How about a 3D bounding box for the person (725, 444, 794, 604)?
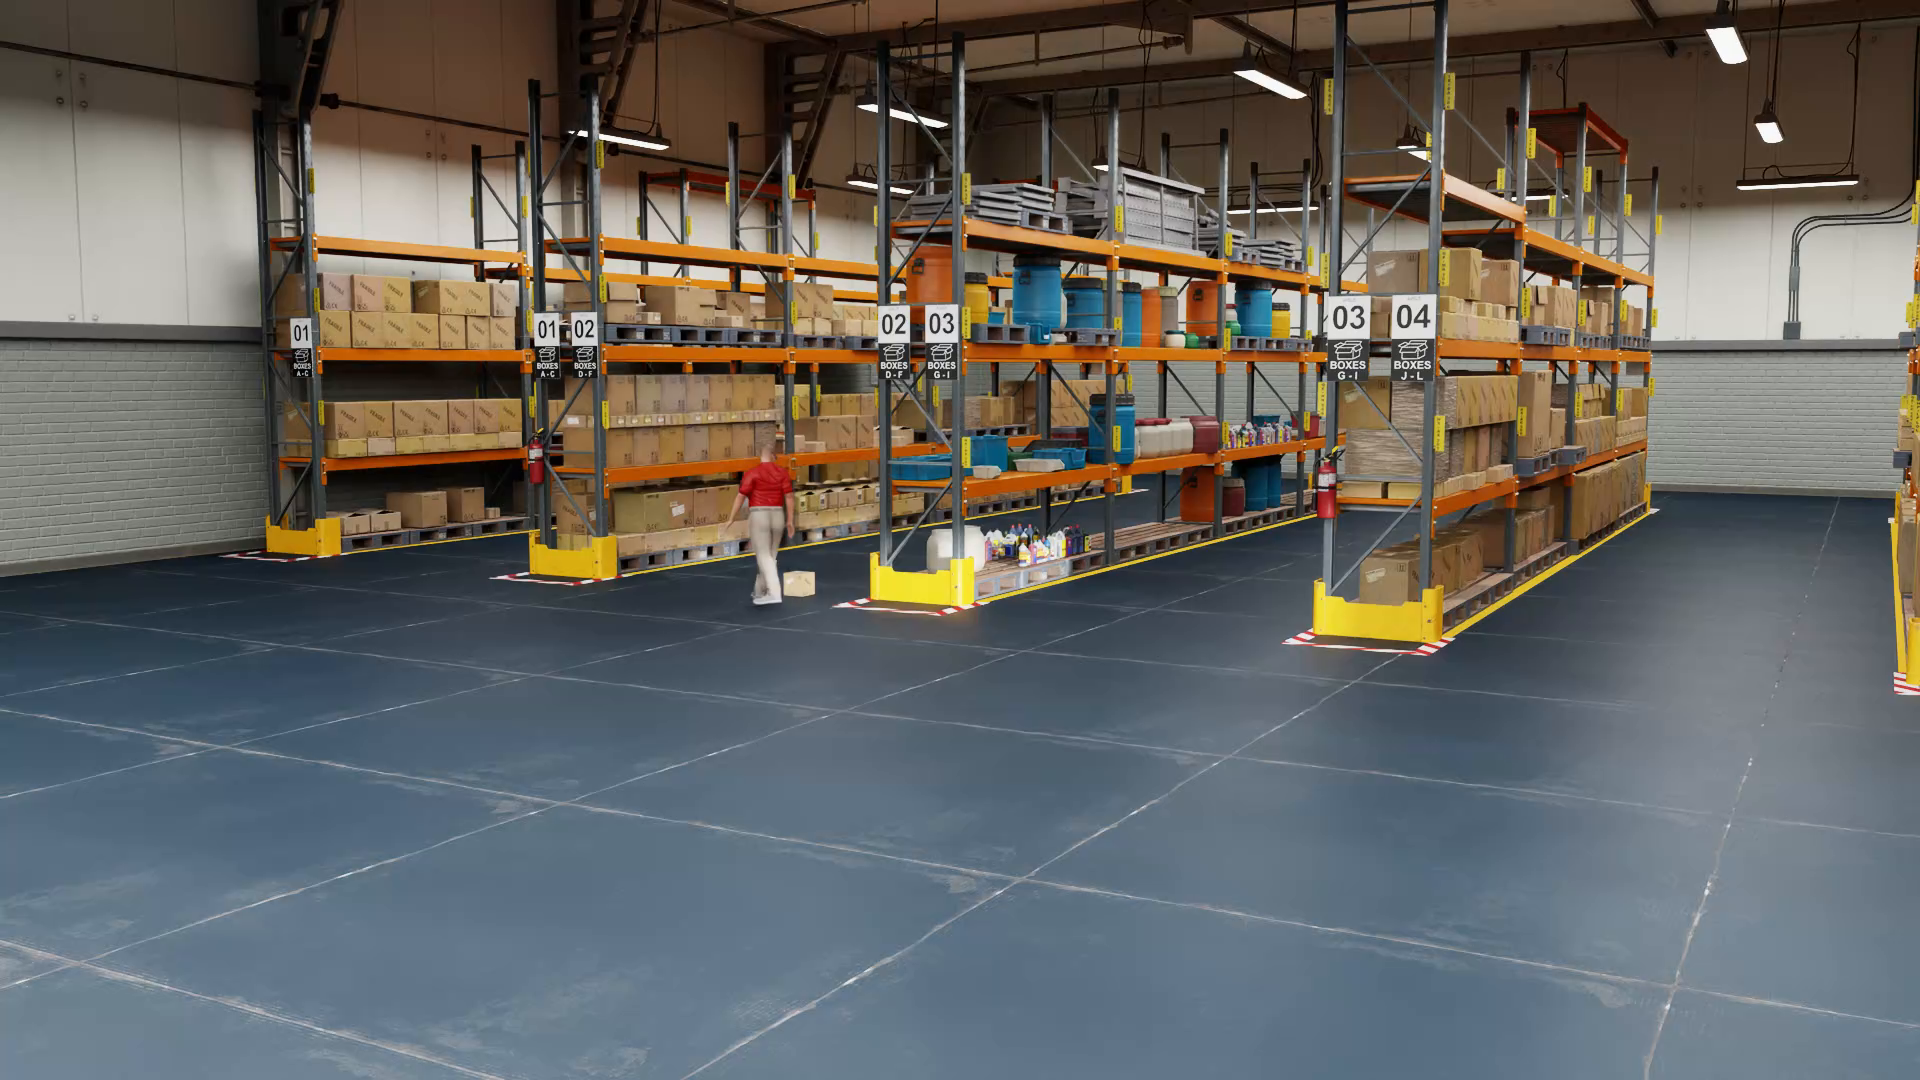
[{"bbox_3d":[-2.166,-0.179,17.843,0.656,1.699,0.817,-4,7,-36],"label":"person"}]
